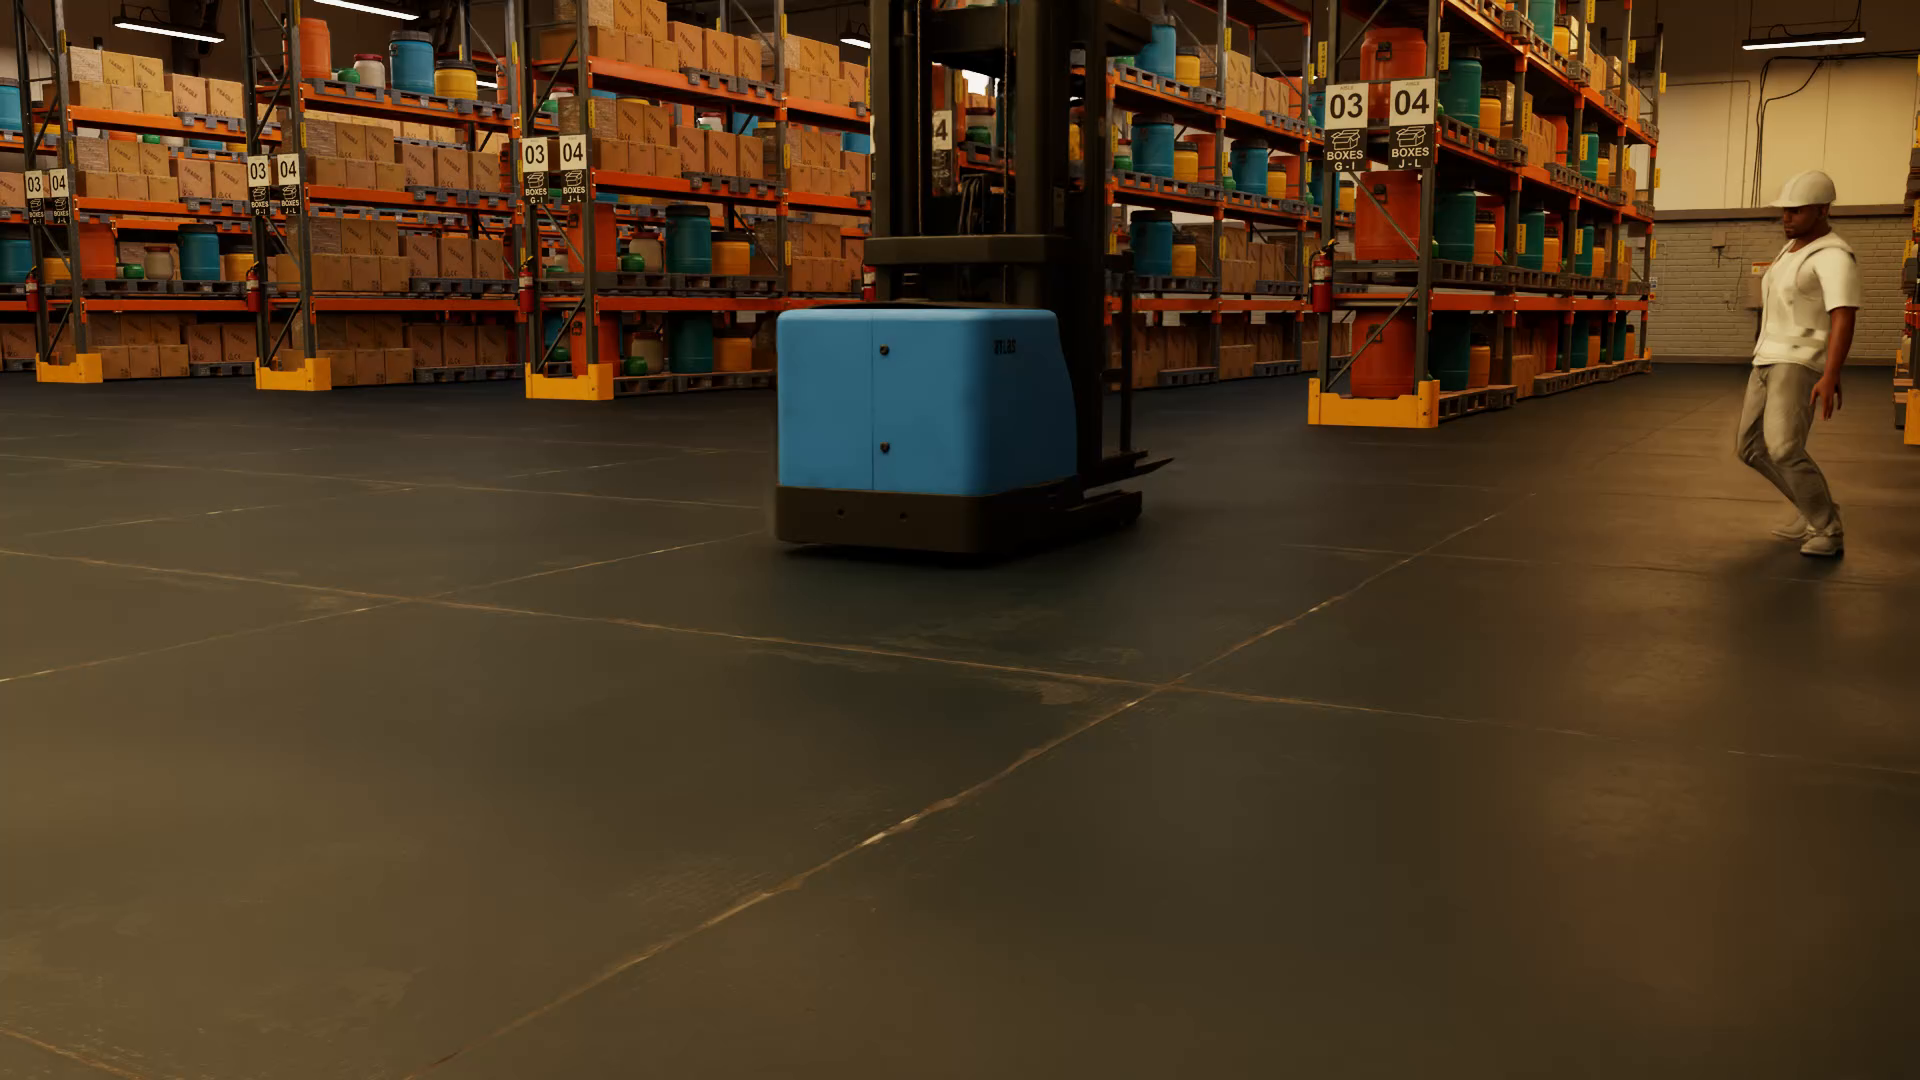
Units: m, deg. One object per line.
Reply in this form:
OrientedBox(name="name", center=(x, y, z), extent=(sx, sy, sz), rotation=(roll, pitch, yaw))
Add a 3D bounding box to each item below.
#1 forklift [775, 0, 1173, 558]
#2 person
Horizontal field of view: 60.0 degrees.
OrientedBox(name="forklift", center=(0.277, -1.537, 8.230), extent=(1.130, 2.935, 3.031), rotation=(4, 9, 25))
OrientedBox(name="person", center=(3.849, -0.814, 7.564), extent=(0.486, 1.684, 0.926), rotation=(1, 8, 10))
